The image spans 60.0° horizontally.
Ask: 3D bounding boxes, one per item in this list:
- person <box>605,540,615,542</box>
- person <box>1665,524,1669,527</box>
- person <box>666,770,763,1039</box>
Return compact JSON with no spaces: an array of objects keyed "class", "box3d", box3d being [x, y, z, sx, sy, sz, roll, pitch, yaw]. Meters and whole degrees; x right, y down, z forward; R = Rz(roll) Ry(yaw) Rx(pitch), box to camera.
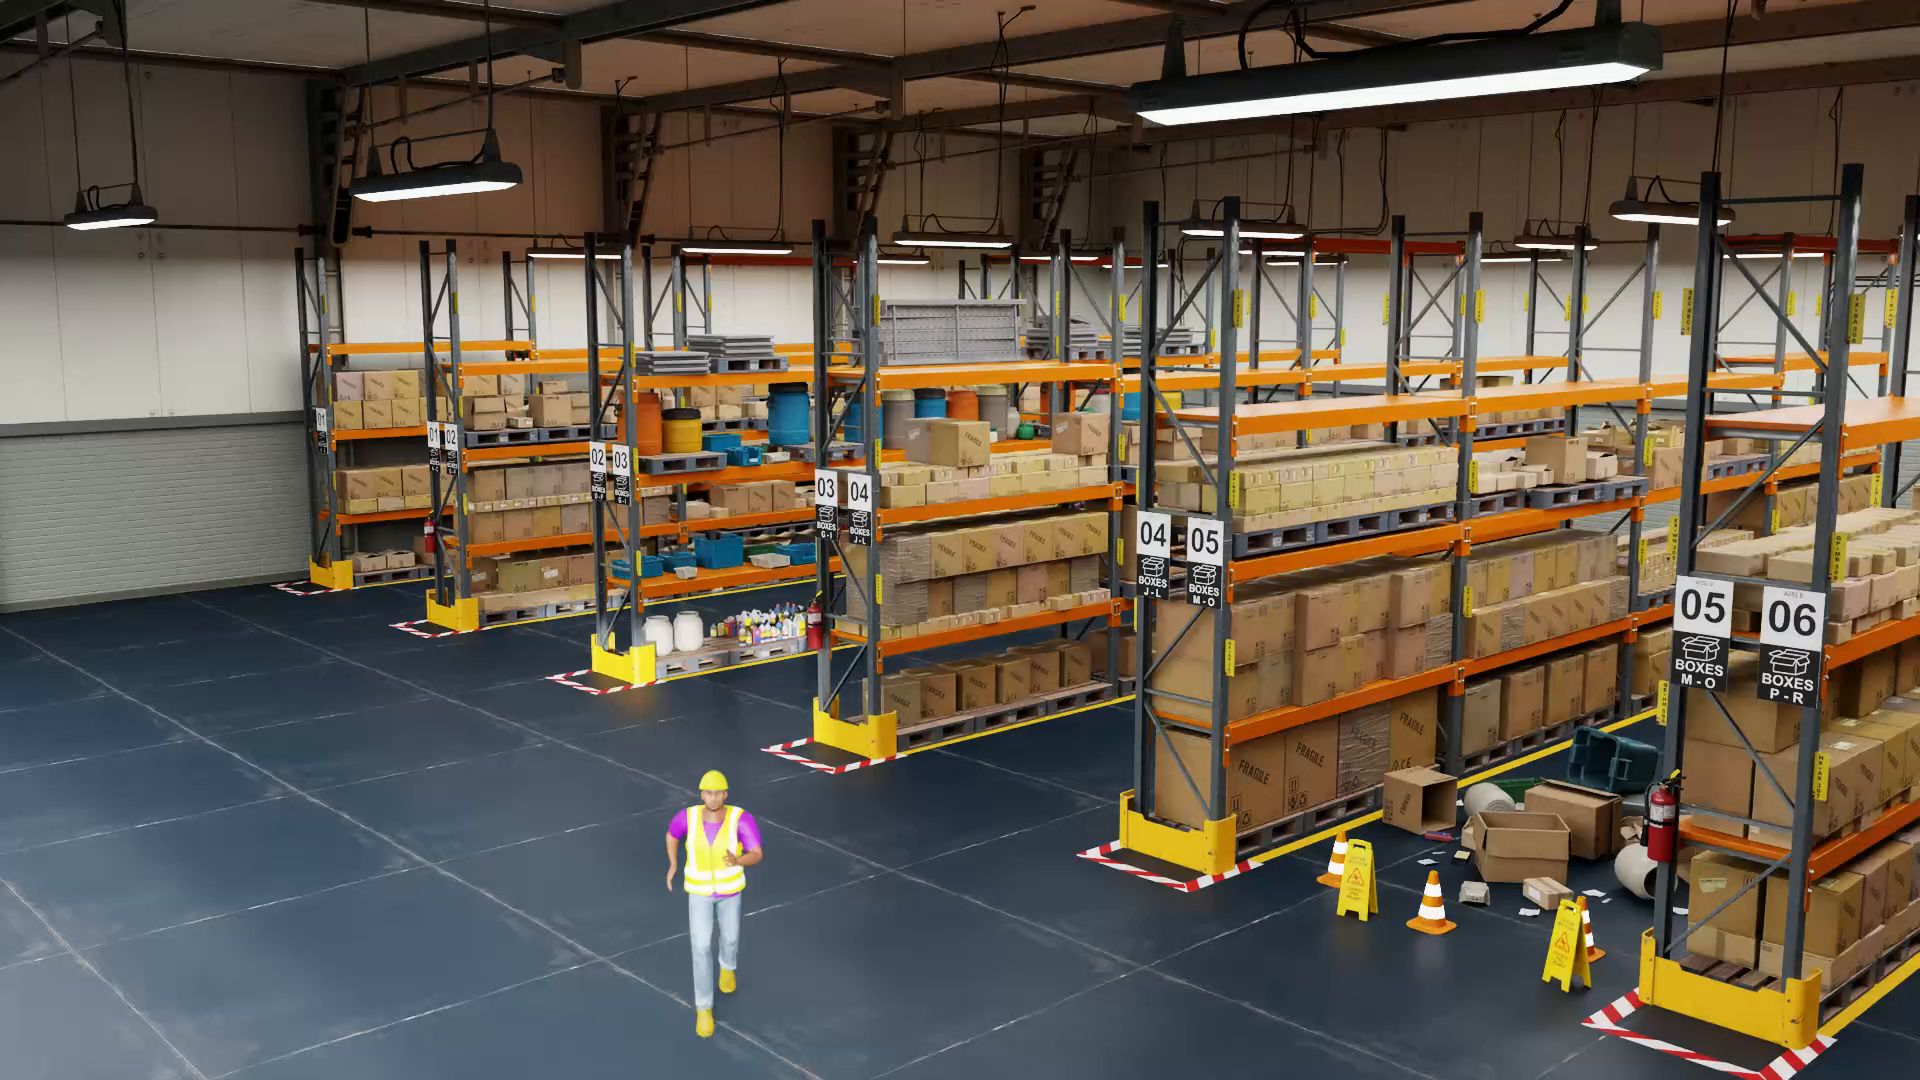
[{"class":"person","box3d":[-6.279,-0.104,30.272,0.547,1.756,0.761,6,10,33]},{"class":"person","box3d":[11.071,0.548,26.138,0.548,1.610,0.592,-7,11,-38]},{"class":"person","box3d":[-1.760,2.537,11.962,0.687,1.802,0.893,-1,8,-9]}]
